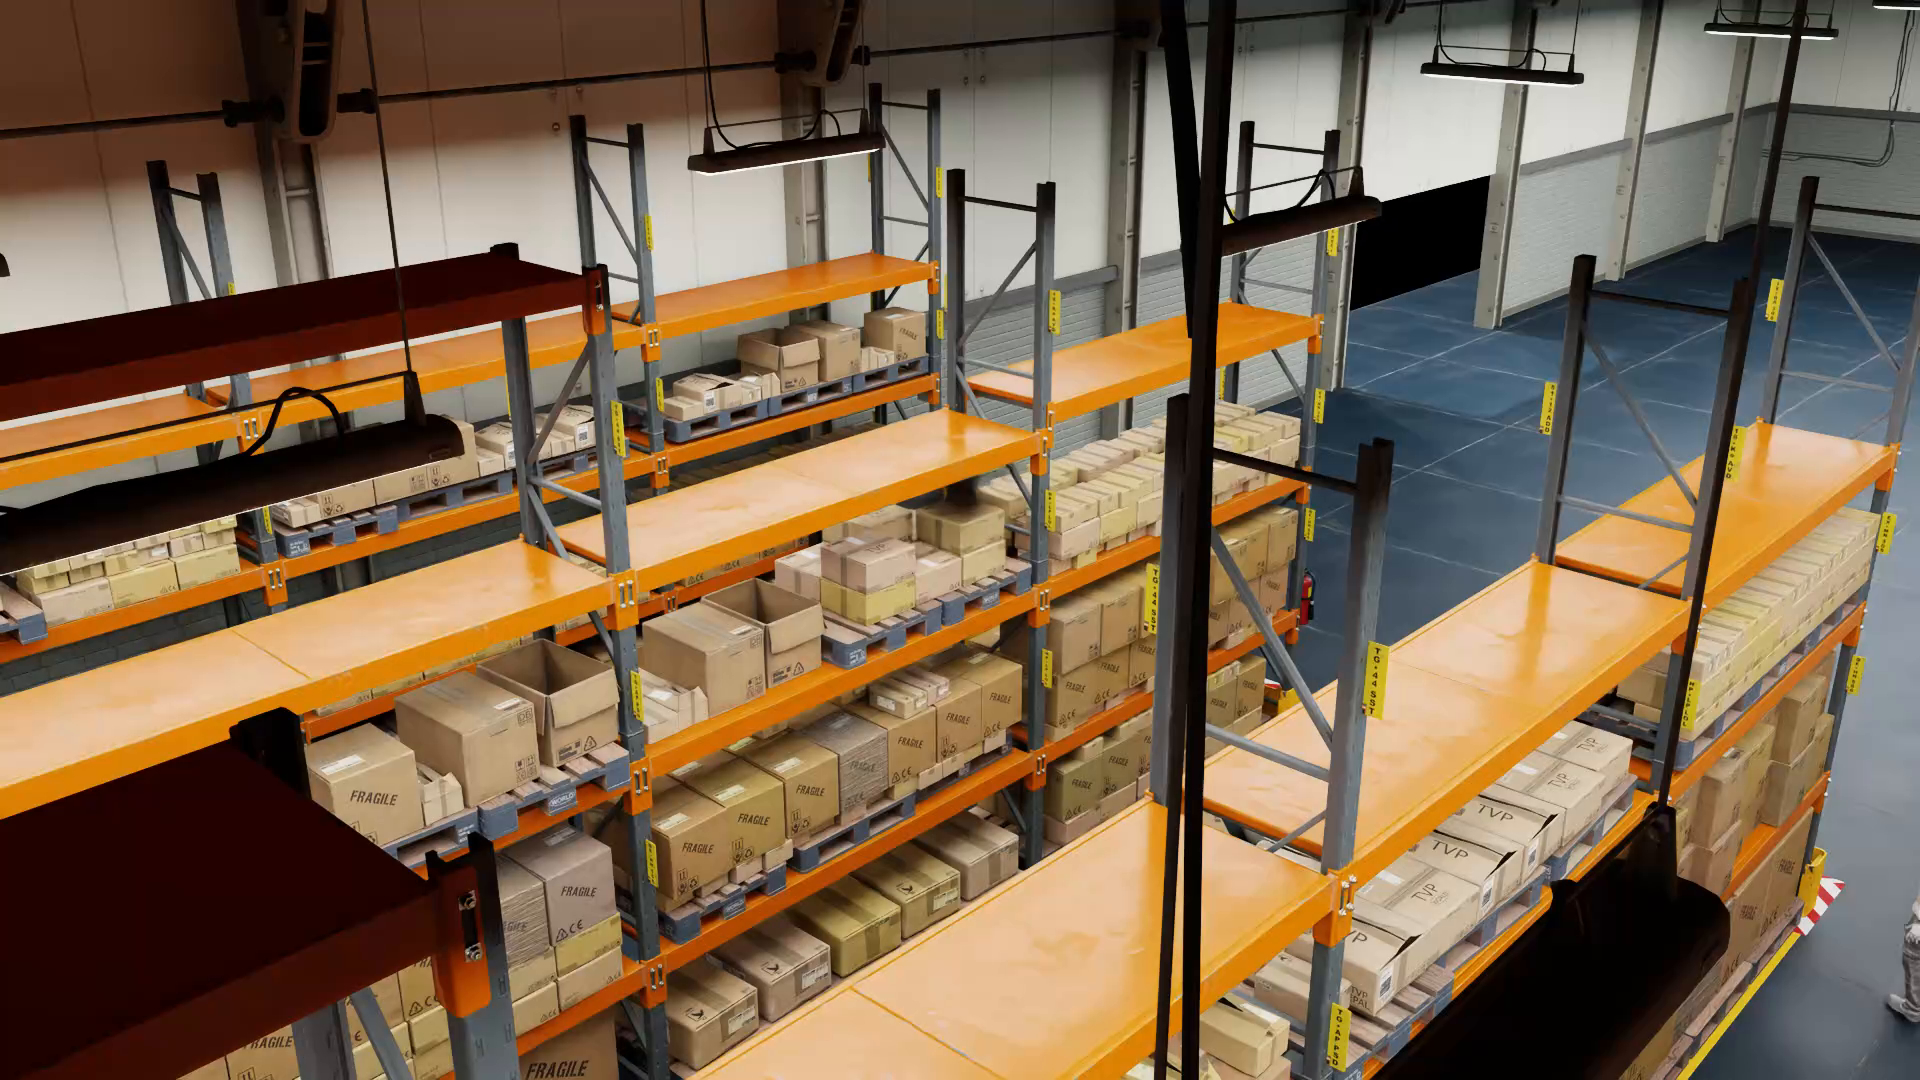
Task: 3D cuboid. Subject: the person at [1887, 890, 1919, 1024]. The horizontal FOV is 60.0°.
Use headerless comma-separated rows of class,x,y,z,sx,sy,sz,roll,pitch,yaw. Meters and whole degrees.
person,7.293,2.838,12.381,0.643,1.853,0.449,-10,23,-24
